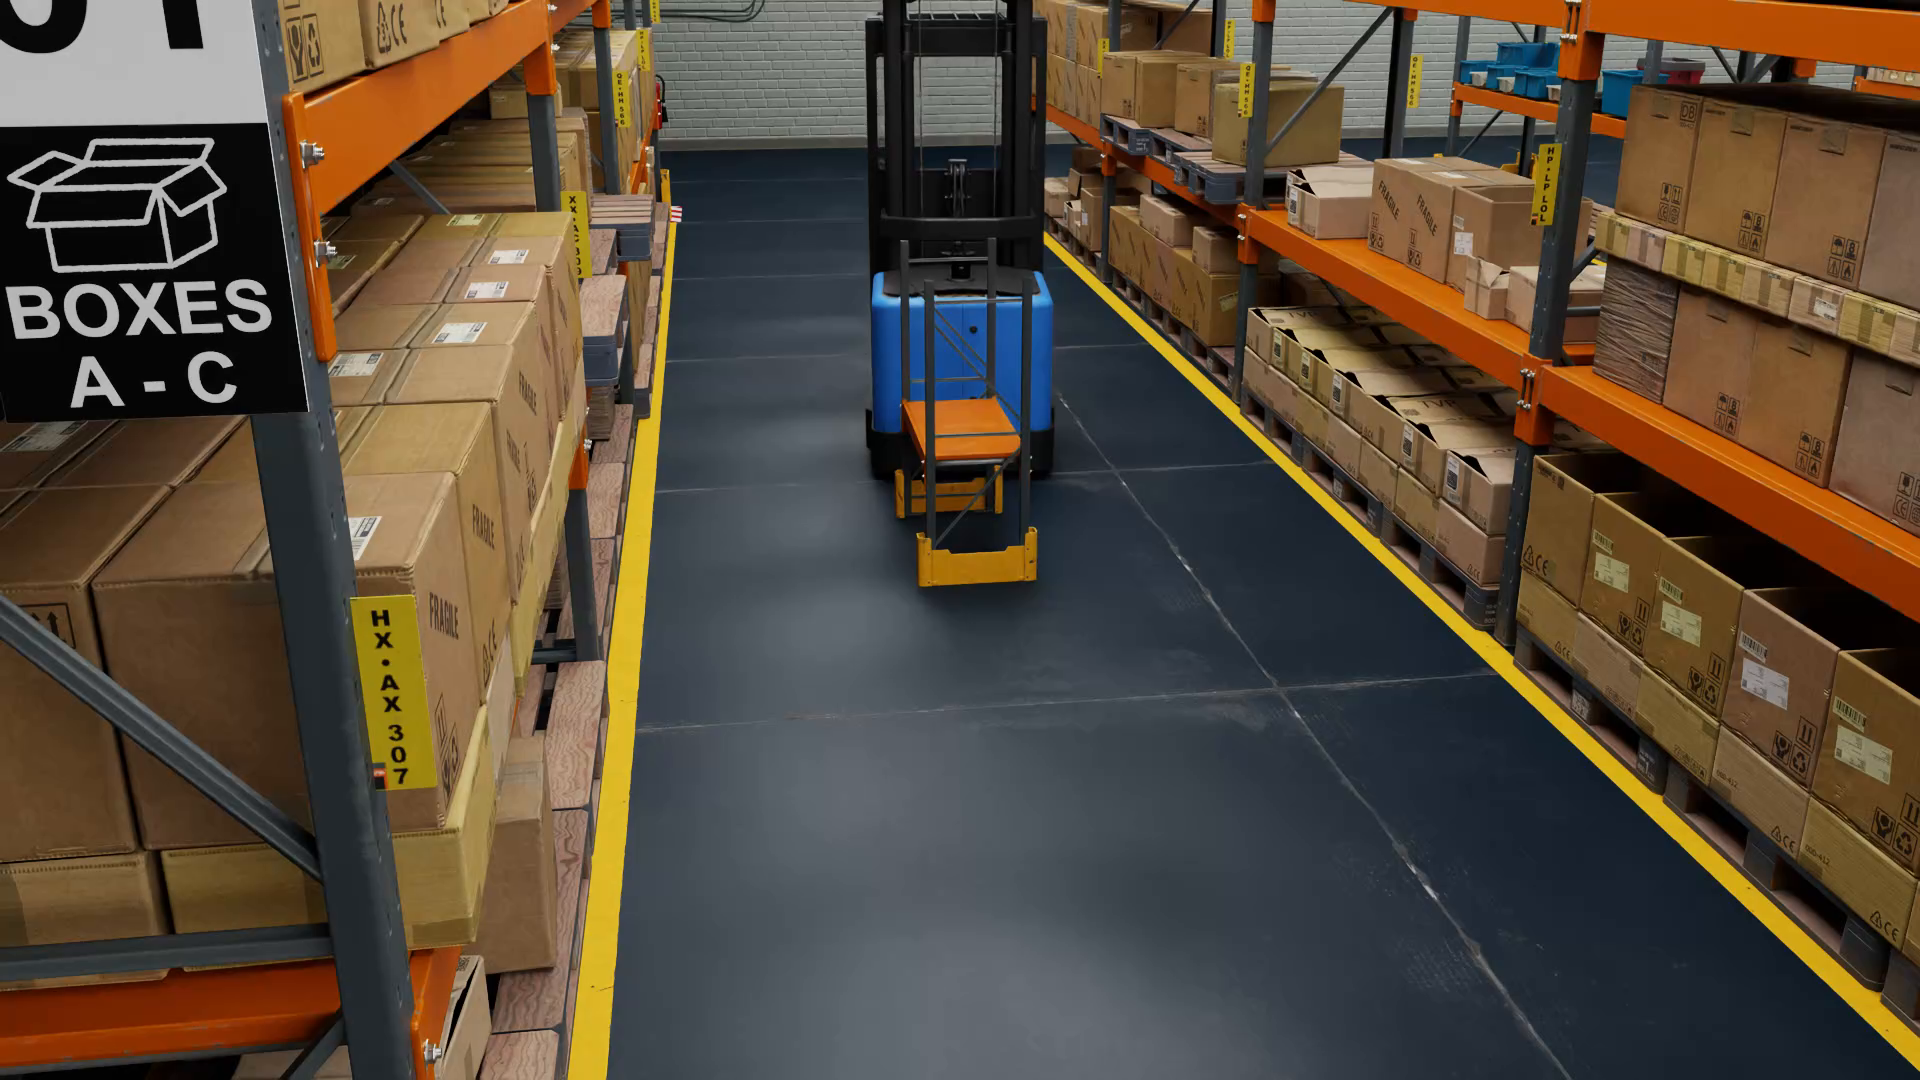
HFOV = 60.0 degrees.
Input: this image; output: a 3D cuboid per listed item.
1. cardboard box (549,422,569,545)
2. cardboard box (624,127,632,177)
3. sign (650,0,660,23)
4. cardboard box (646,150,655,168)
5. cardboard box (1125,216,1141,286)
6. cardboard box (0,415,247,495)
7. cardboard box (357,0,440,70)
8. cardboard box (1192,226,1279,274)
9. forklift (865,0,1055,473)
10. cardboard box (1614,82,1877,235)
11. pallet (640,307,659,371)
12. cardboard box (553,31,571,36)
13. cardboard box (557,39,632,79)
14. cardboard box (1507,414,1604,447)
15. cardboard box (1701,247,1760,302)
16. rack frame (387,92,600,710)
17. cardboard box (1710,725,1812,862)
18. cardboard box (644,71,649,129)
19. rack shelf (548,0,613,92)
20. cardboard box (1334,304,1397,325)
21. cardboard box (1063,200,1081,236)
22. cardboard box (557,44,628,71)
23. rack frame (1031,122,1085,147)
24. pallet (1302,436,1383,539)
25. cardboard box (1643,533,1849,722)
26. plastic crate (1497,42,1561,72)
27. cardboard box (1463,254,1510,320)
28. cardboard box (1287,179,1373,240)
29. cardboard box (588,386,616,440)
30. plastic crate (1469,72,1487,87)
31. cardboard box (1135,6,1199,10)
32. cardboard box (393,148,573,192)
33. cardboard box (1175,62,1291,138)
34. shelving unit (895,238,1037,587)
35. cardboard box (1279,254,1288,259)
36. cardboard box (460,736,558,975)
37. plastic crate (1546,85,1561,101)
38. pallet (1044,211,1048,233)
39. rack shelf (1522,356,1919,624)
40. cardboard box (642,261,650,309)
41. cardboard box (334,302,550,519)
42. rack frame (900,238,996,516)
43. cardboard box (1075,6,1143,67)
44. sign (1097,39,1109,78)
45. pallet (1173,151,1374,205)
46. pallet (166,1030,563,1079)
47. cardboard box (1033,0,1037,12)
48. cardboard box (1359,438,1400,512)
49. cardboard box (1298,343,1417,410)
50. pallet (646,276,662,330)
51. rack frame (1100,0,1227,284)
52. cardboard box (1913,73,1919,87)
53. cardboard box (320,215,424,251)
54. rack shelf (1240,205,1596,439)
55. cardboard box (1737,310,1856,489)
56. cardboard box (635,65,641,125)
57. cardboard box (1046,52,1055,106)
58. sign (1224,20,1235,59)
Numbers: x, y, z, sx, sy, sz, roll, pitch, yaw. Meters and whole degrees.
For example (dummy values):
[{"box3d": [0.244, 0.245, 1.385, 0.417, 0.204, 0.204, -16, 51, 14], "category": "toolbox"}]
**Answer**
[{"box3d": [-1.466, -0.158, 5.039, 0.500, 0.250, 0.500, -3, 21, -8], "category": "cardboard box"}, {"box3d": [-2.445, -2.658, 10.948, 0.500, 0.500, 0.500, -2, 21, -6], "category": "cardboard box"}, {"box3d": [-3.177, -5.545, 17.282, 0.100, 0.325, 0.005, -3, 21, -8], "category": "sign"}, {"box3d": [-3.279, -3.838, 16.749, 0.380, 0.149, 0.250, -2, 21, -6], "category": "cardboard box"}, {"box3d": [1.679, -2.406, 13.816, 0.500, 0.500, 0.500, -3, 21, -7], "category": "cardboard box"}, {"box3d": [-1.750, 0.053, 3.401, 0.500, 0.500, 0.500, -3, 21, -7], "category": "cardboard box"}, {"box3d": [-1.252, -1.107, 2.934, 0.500, 0.500, 0.500, -2, 21, -4], "category": "cardboard box"}, {"box3d": [1.960, -2.068, 11.838, 0.500, 0.250, 0.500, -2, 21, -6], "category": "cardboard box"}, {"box3d": [-0.031, -2.225, 10.485, 1.130, 2.935, 3.031, -1, 20, -2], "category": "forklift"}, {"box3d": [2.986, -1.467, 6.359, 0.700, 0.500, 0.500, -3, 21, -7], "category": "cardboard box"}, {"box3d": [-2.774, -1.491, 12.407, 1.003, 0.211, 1.213, -3, 21, -8], "category": "pallet"}, {"box3d": [-3.330, -3.859, 13.092, 0.500, 0.250, 0.500, -2, 21, -6], "category": "cardboard box"}, {"box3d": [-2.681, -3.528, 12.207, 0.500, 0.250, 0.500, -3, 21, -7], "category": "cardboard box"}, {"box3d": [3.036, -0.466, 8.205, 0.500, 0.311, 0.500, -3, 21, -8], "category": "cardboard box"}, {"box3d": [2.877, -0.946, 5.893, 0.380, 0.149, 0.250, -3, 21, -8], "category": "cardboard box"}, {"box3d": [-1.986, -0.714, 6.341, 1.000, 3.000, 0.127, -3, 21, -8], "category": "rack frame"}, {"box3d": [2.895, 0.821, 5.559, 0.500, 0.250, 0.500, -3, 21, -8], "category": "cardboard box"}, {"box3d": [-3.301, -4.066, 14.887, 0.980, 0.700, 0.700, -3, 21, -9], "category": "cardboard box"}, {"box3d": [-2.274, -2.475, 7.796, 1.077, 0.370, 4.000, -3, 21, -8], "category": "rack shelf"}, {"box3d": [2.658, -1.353, 10.579, 0.500, 0.311, 0.500, -2, 21, -6], "category": "cardboard box"}, {"box3d": [1.292, -3.124, 16.008, 0.500, 0.311, 0.500, -3, 21, -8], "category": "cardboard box"}, {"box3d": [-2.607, -3.352, 11.734, 0.500, 0.250, 0.500, -3, 21, -9], "category": "cardboard box"}, {"box3d": [1.186, -5.120, 18.138, 1.000, 3.000, 0.127, -3, 21, -8], "category": "rack frame"}, {"box3d": [2.592, -0.336, 9.313, 1.003, 0.211, 1.213, -3, 21, -8], "category": "pallet"}, {"box3d": [2.817, 0.297, 5.891, 0.500, 0.500, 0.500, -3, 21, -8], "category": "cardboard box"}, {"box3d": [6.321, -5.307, 18.501, 0.616, 0.435, 0.499, -3, 21, -8], "category": "plastic crate"}, {"box3d": [2.607, -1.198, 7.828, 0.396, 0.266, 0.258, -3, 21, -9], "category": "cardboard box"}, {"box3d": [2.276, -1.989, 9.882, 0.500, 0.311, 0.500, -3, 21, -8], "category": "cardboard box"}, {"box3d": [-2.407, -0.888, 9.749, 0.700, 0.500, 0.500, -3, 21, -7], "category": "cardboard box"}, {"box3d": [5.762, -5.056, 18.257, 0.250, 0.136, 0.298, -3, 21, -8], "category": "plastic crate"}, {"box3d": [1.898, -4.606, 15.190, 0.500, 0.500, 0.500, -4, 21, -9], "category": "cardboard box"}, {"box3d": [-2.225, -1.565, 7.848, 0.700, 0.500, 0.500, 0, 20, 0], "category": "cardboard box"}, {"box3d": [2.078, -3.370, 12.709, 0.700, 0.500, 0.500, -8, 22, -21], "category": "cardboard box"}, {"box3d": [0.011, -0.676, 8.383, 0.587, 1.500, 1.083, -3, 21, -8], "category": "shelving unit"}, {"box3d": [2.408, -1.912, 12.493, 0.500, 0.500, 0.500, -3, 21, -8], "category": "cardboard box"}, {"box3d": [-1.558, 0.938, 4.863, 0.700, 0.500, 0.500, -4, 21, -11], "category": "cardboard box"}, {"box3d": [6.116, -4.476, 16.705, 0.293, 0.136, 0.466, -3, 21, -8], "category": "plastic crate"}, {"box3d": [1.313, -3.511, 17.816, 1.003, 0.211, 1.213, -3, 21, -8], "category": "pallet"}, {"box3d": [3.204, 0.064, 5.286, 1.077, 0.370, 4.000, -3, 21, -8], "category": "rack shelf"}, {"box3d": [-2.786, -2.148, 12.652, 0.750, 0.750, 0.750, -2, 21, -6], "category": "cardboard box"}, {"box3d": [-1.396, -0.329, 4.424, 0.500, 0.500, 0.500, -2, 21, -6], "category": "cardboard box"}, {"box3d": [-0.061, -0.849, 8.846, 0.500, 1.500, 0.032, -3, 21, -8], "category": "rack frame"}, {"box3d": [1.357, -4.590, 15.146, 0.500, 0.500, 0.500, -3, 21, -9], "category": "cardboard box"}, {"box3d": [1.227, -4.111, 14.198, 0.100, 0.325, 0.005, -3, 21, -8], "category": "sign"}, {"box3d": [2.172, -2.492, 11.374, 1.213, 0.211, 1.003, -3, 21, -8], "category": "pallet"}, {"box3d": [-1.502, 1.668, 3.950, 1.003, 0.211, 1.213, -3, 21, -8], "category": "pallet"}, {"box3d": [0.989, -5.468, 17.498, 0.500, 0.500, 0.500, -2, 21, -6], "category": "cardboard box"}, {"box3d": [2.424, -0.355, 8.710, 0.500, 0.250, 0.500, -2, 21, -7], "category": "cardboard box"}, {"box3d": [2.279, -0.967, 9.547, 0.500, 0.311, 0.500, -3, 21, -9], "category": "cardboard box"}, {"box3d": [-2.953, -1.914, 13.540, 1.003, 0.211, 1.213, -3, 21, -8], "category": "pallet"}, {"box3d": [1.762, -3.735, 14.430, 1.000, 3.000, 0.127, -3, 21, -8], "category": "rack frame"}, {"box3d": [10.828, -5.094, 18.426, 0.380, 0.149, 0.250, -3, 21, -9], "category": "cardboard box"}, {"box3d": [-2.125, -0.831, 5.769, 0.500, 0.500, 0.500, -3, 21, -9], "category": "cardboard box"}, {"box3d": [2.627, -1.321, 8.994, 1.077, 0.370, 4.000, -3, 21, -8], "category": "rack shelf"}, {"box3d": [3.137, -0.503, 5.632, 0.700, 0.500, 0.500, -3, 21, -7], "category": "cardboard box"}, {"box3d": [-2.823, -3.533, 13.291, 0.500, 0.500, 0.500, -3, 21, -9], "category": "cardboard box"}, {"box3d": [1.138, -4.648, 16.730, 0.500, 0.500, 0.500, -3, 21, -8], "category": "cardboard box"}, {"box3d": [2.311, -4.307, 14.306, 0.100, 0.325, 0.005, -3, 21, -8], "category": "sign"}]
